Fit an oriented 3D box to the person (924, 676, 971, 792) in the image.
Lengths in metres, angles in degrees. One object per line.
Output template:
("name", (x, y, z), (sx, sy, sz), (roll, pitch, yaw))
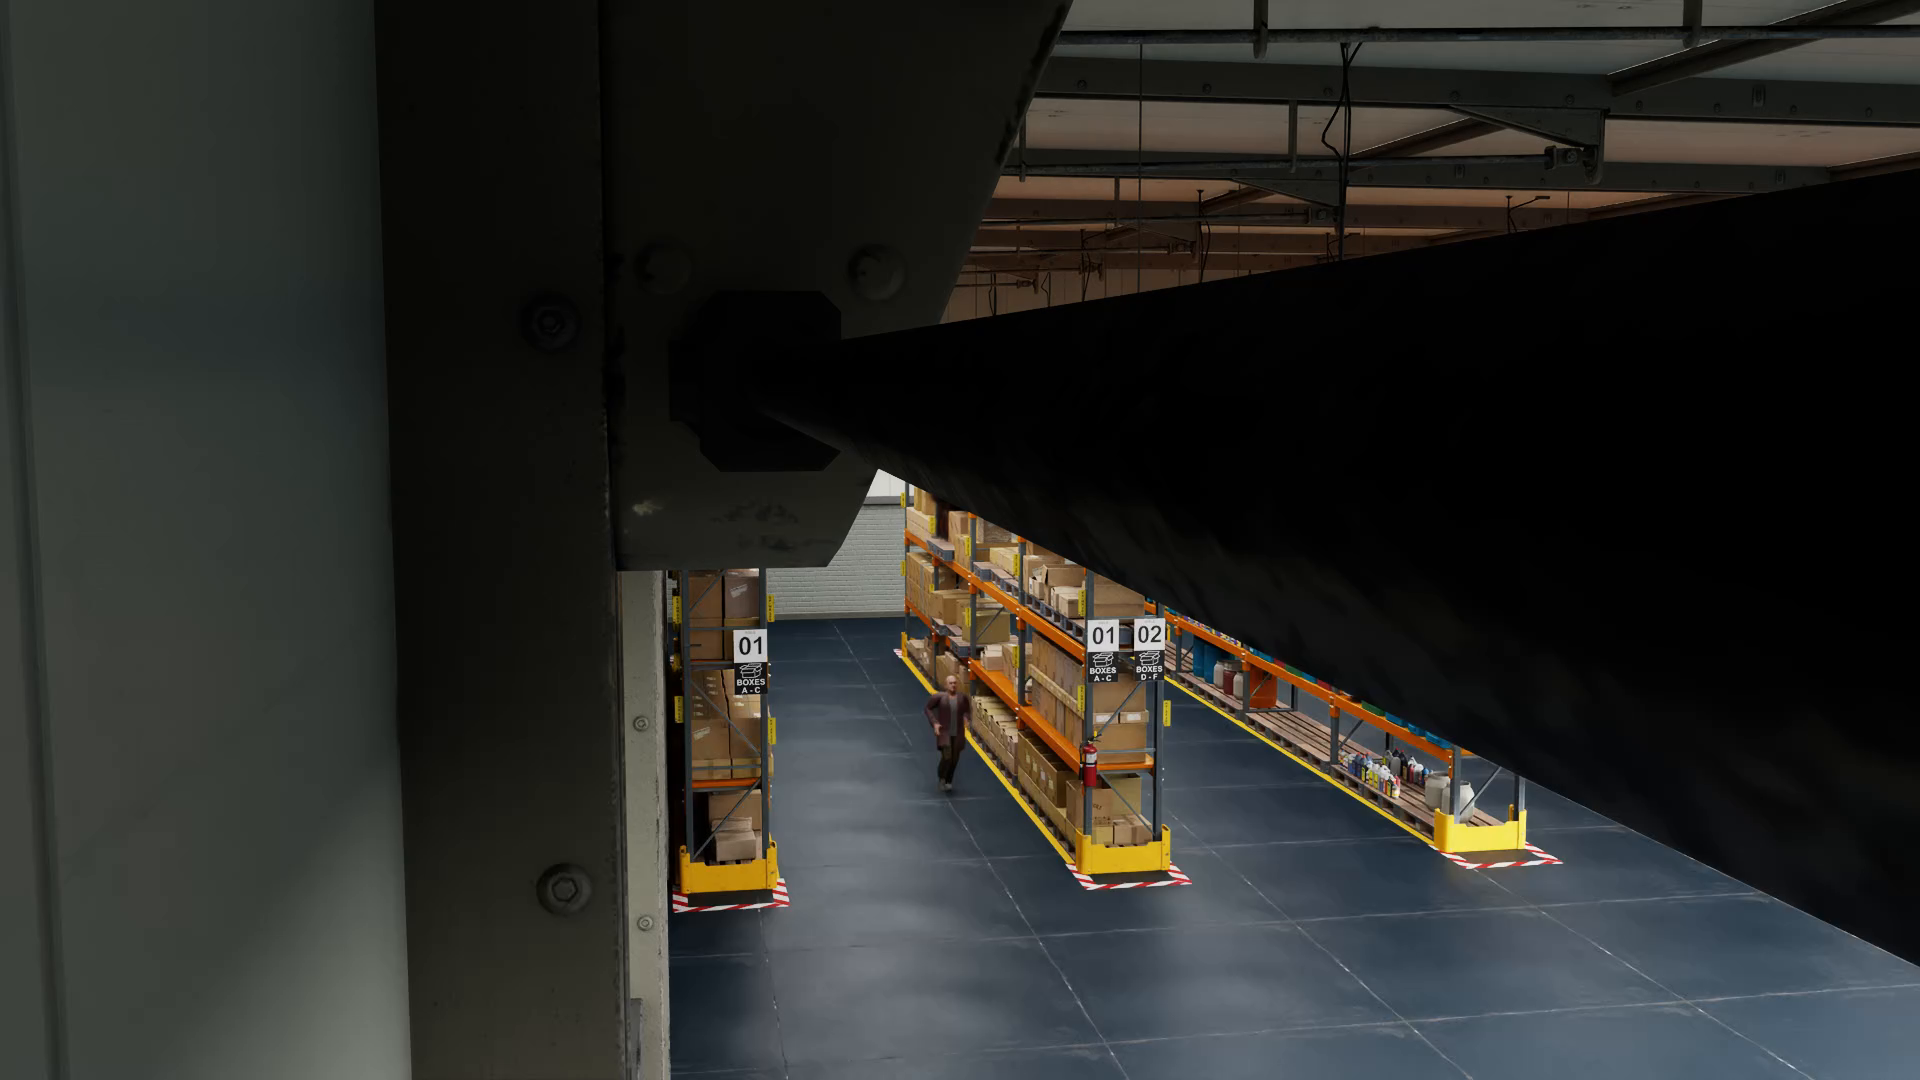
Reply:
("person", (-0.138, 2.893, 24.734), (0.680, 1.751, 0.695), (-2, 6, -18))
